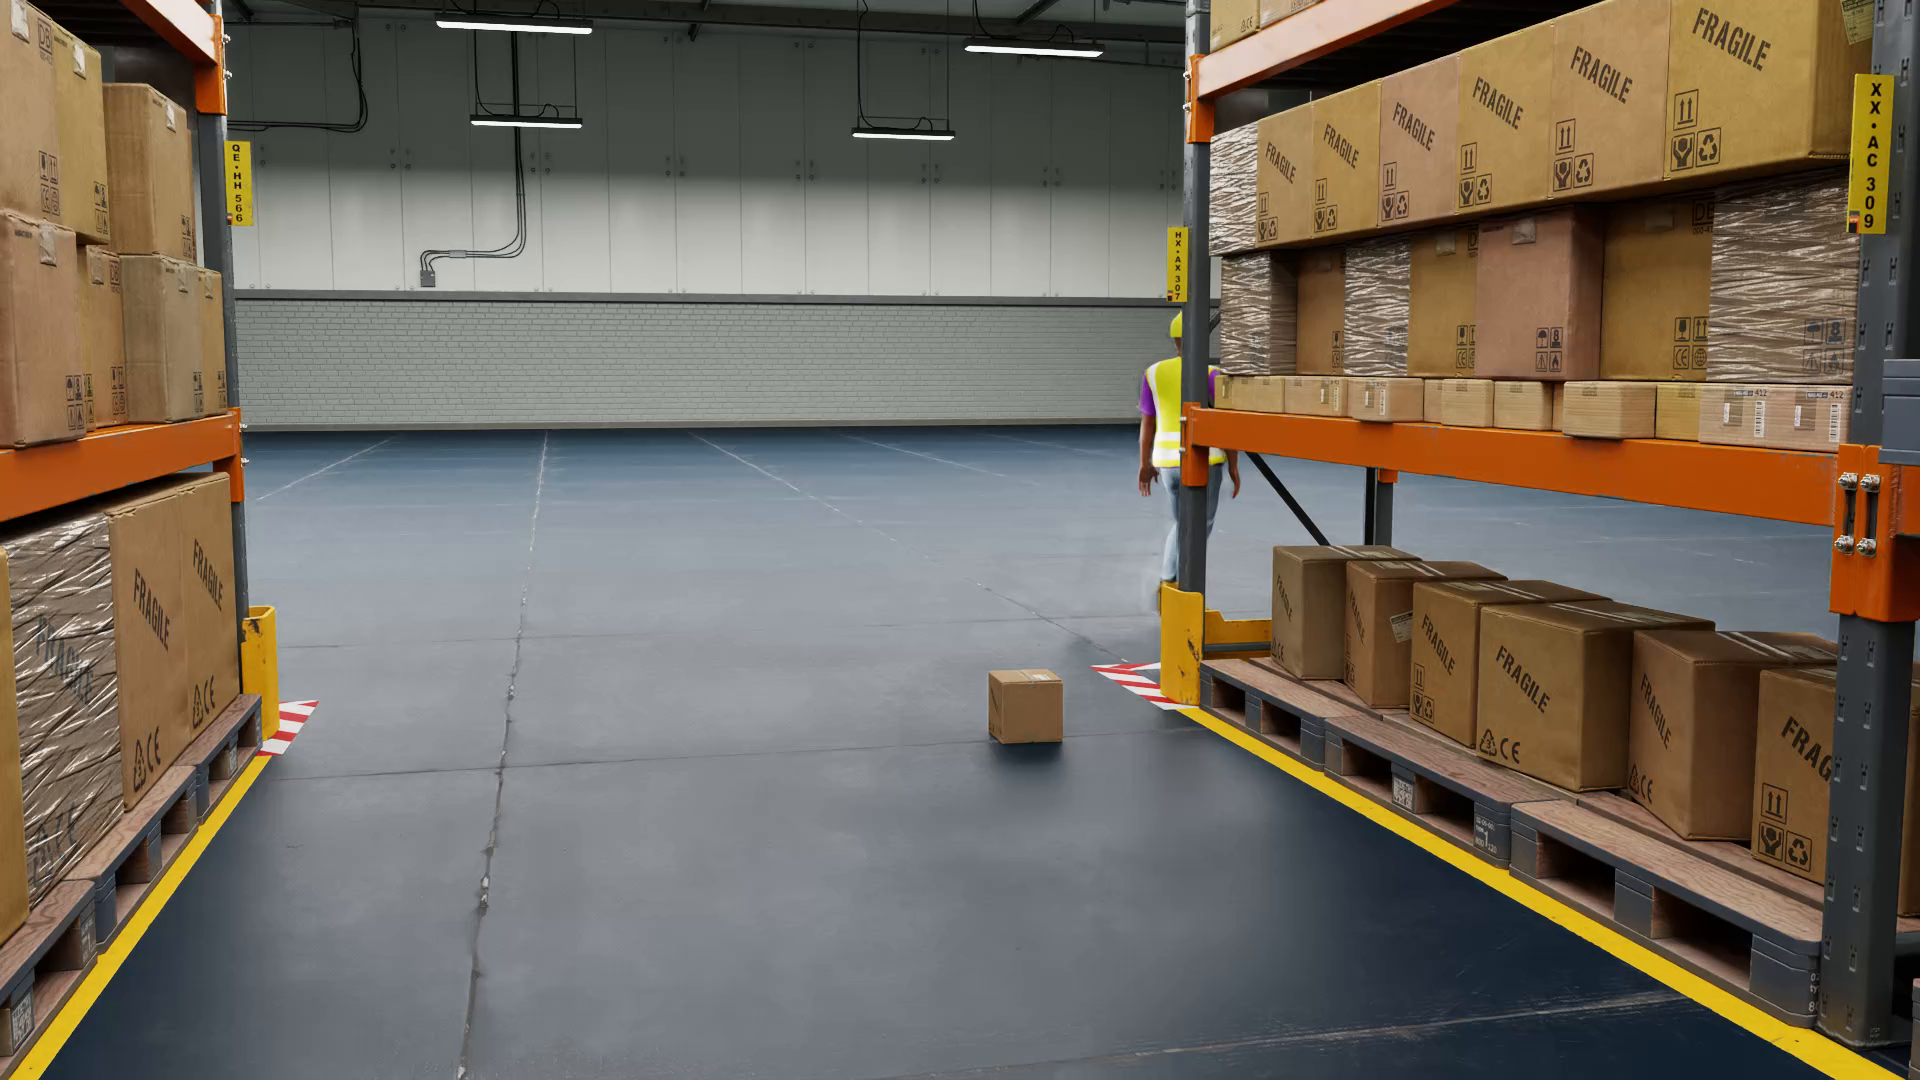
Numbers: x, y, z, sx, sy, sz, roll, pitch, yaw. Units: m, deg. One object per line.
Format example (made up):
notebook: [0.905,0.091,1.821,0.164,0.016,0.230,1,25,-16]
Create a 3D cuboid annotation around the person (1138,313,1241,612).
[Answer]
person: [1.341,-0.409,9.543,0.607,1.793,0.463,5,8,41]
